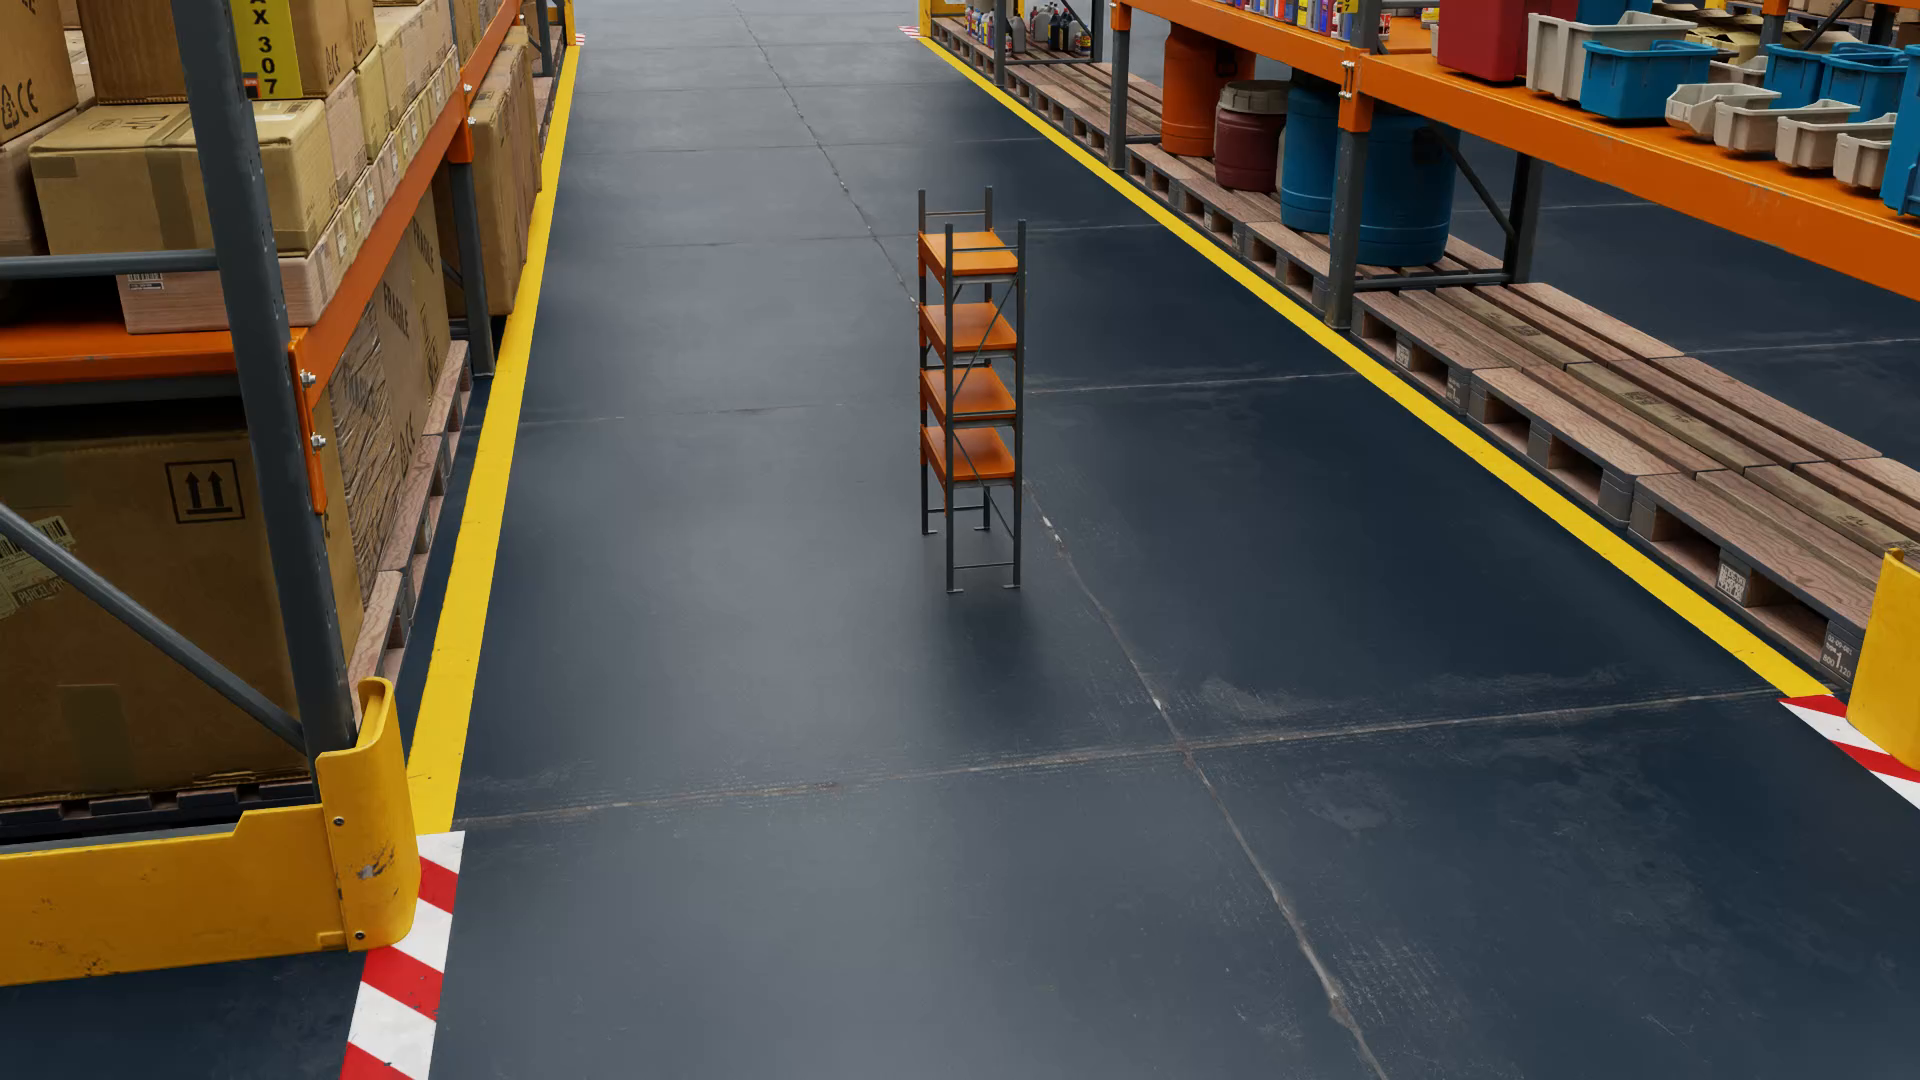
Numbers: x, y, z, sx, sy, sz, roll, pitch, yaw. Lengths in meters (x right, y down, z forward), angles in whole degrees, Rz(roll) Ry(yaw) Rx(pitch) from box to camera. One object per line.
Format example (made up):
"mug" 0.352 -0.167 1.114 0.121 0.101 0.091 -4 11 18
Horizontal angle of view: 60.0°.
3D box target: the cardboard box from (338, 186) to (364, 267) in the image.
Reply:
"cardboard box" -1.674 -0.759 4.054 0.380 0.149 0.250 -5 24 -11

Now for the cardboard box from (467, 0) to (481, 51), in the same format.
"cardboard box" -2.509 -2.525 7.658 0.500 0.500 0.500 -4 24 -10

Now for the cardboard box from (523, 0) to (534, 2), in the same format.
"cardboard box" -4.455 -5.122 16.328 0.500 0.500 0.500 -2 24 -5

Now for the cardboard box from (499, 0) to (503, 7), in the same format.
"cardboard box" -2.894 -3.329 9.499 0.500 0.500 0.500 -5 24 -10

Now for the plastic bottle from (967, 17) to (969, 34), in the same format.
"plastic bottle" 0.121 -5.311 17.108 0.097 0.201 0.097 0 24 0

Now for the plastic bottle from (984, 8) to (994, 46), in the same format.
"plastic bottle" 0.315 -5.017 16.250 0.144 0.351 0.185 -4 24 -10

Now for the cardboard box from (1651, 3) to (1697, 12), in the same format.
"cardboard box" 6.230 -4.611 14.769 0.500 0.311 0.500 -4 24 -10

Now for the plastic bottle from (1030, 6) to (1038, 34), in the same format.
"plastic bottle" 0.758 -5.326 17.041 0.061 0.283 0.133 -4 24 -10

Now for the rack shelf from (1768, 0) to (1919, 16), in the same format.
"rack shelf" 6.790 -3.270 10.389 1.077 0.370 4.000 -4 24 -10

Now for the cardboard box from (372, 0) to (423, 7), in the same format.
"cardboard box" -2.140 -2.135 5.769 0.500 0.500 0.500 -4 24 -9

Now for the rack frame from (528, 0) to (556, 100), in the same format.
"rack frame" -4.055 -5.228 13.974 1.000 3.000 0.127 -4 24 -10

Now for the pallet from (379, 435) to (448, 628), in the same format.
"pallet" -2.283 -0.018 5.528 1.003 0.211 1.213 -4 24 -10

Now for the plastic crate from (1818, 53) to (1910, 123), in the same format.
"plastic crate" 3.066 -1.465 5.491 0.416 0.233 0.300 -4 24 -10

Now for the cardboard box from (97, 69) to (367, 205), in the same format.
"cardboard box" -1.762 -0.989 4.082 0.500 0.250 0.500 -5 24 -10

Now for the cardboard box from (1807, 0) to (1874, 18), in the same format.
"cardboard box" 10.040 -6.162 18.685 0.700 0.500 0.500 -6 24 -13

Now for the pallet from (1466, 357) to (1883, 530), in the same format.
"pallet" 2.695 -0.403 6.410 1.003 0.211 1.213 -4 24 -10

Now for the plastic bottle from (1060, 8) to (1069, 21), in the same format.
"plastic bottle" 1.036 -5.005 16.222 0.144 0.351 0.185 -5 24 -12

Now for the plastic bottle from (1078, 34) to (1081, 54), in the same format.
"plastic bottle" 1.165 -4.712 15.738 0.097 0.201 0.097 0 24 0

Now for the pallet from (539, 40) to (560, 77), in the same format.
"pallet" -4.443 -4.693 16.232 1.003 0.211 1.213 -4 24 -10

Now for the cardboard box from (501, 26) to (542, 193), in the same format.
"cardboard box" -3.208 -2.601 10.087 1.225 0.875 0.875 -5 24 -12

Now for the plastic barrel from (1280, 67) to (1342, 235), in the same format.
"plastic barrel" 2.077 -2.173 9.075 0.600 0.901 0.708 -4 24 -10

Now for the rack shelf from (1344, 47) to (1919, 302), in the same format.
"rack shelf" 2.661 -1.332 5.951 1.077 0.370 4.000 -4 24 -10

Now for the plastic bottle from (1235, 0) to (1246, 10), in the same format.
"plastic bottle" 1.585 -3.100 9.245 0.061 0.283 0.133 -4 24 -10

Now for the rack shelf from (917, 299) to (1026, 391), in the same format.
"rack shelf" 0.031 -0.628 5.298 0.258 0.148 0.480 -4 24 -10

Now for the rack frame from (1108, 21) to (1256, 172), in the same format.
"rack frame" 1.552 -4.022 11.211 1.000 3.000 0.127 -4 24 -10

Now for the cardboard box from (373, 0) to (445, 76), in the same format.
"cardboard box" -2.138 -1.792 5.920 0.500 0.250 0.500 -4 24 -8

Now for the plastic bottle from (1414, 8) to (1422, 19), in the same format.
"plastic bottle" 2.479 -2.920 8.834 0.061 0.283 0.133 -4 24 -10

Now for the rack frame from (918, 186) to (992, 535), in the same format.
"rack frame" -0.015 -0.581 5.581 0.240 1.200 0.015 -4 24 -10

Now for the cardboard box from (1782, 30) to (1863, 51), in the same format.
"cardboard box" 6.612 -3.804 12.922 0.500 0.311 0.500 -4 24 -8

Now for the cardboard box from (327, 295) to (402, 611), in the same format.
"cardboard box" -2.201 -0.331 4.890 0.875 0.875 0.875 -4 24 -10

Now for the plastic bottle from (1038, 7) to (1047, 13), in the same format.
"plastic bottle" 0.863 -5.331 17.061 0.152 0.276 0.135 -4 24 -9

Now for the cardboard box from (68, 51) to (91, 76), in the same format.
"cardboard box" -2.374 -1.147 4.444 0.500 0.250 0.500 -5 24 -12

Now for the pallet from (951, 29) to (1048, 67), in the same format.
"pallet" 0.500 -5.065 17.084 1.003 0.211 1.213 -4 24 -10

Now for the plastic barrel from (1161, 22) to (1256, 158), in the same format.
"plastic barrel" 1.659 -3.028 11.123 0.600 0.830 0.708 -4 24 -10

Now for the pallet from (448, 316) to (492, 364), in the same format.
"pallet" -2.793 -1.102 8.009 1.003 0.211 1.213 -4 24 -10

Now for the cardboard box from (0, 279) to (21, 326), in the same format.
"cardboard box" -2.226 -0.509 3.482 0.380 0.149 0.250 -4 24 -9

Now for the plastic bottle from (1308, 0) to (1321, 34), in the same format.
"plastic bottle" 1.834 -2.666 8.262 0.152 0.276 0.135 -4 24 -10

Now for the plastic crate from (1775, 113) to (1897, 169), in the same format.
"plastic crate" 2.663 -1.204 5.014 0.396 0.136 0.243 -4 24 -10

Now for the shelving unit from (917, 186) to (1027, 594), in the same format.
"shelving unit" 0.031 -0.485 5.361 0.258 1.200 0.503 -4 24 -10

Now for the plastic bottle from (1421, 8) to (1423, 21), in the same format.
"plastic bottle" 2.482 -2.836 8.743 0.097 0.201 0.097 0 24 0

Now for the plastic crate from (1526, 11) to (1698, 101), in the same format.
"plastic crate" 2.393 -1.807 6.213 0.437 0.282 0.530 -4 24 -10

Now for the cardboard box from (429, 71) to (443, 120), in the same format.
"cardboard box" -2.055 -1.568 5.905 0.380 0.149 0.250 -4 24 -9

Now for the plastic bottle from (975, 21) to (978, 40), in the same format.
"plastic bottle" 0.202 -5.138 16.714 0.097 0.201 0.097 0 24 0

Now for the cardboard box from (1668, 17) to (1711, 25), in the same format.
"cardboard box" 5.889 -4.167 13.753 0.500 0.311 0.500 -4 24 -10

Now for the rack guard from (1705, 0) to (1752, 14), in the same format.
"rack guard" 9.823 -6.726 20.526 1.175 0.500 0.348 -4 24 -10

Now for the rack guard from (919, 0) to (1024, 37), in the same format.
"rack guard" 0.133 -5.996 18.855 1.175 0.500 0.348 -4 24 -10

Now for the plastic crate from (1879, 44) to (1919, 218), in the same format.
"plastic crate" 2.786 -1.037 4.256 0.616 0.435 0.499 -4 24 -10

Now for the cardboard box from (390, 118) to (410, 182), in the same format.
"cardboard box" -1.863 -1.162 4.977 0.380 0.149 0.250 -5 24 -11

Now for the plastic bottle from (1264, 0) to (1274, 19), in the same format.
"plastic bottle" 1.715 -2.918 8.837 0.152 0.276 0.135 -4 24 -10

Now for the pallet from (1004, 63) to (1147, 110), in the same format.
"pallet" 0.996 -4.011 14.670 1.003 0.211 1.213 -4 24 -10
